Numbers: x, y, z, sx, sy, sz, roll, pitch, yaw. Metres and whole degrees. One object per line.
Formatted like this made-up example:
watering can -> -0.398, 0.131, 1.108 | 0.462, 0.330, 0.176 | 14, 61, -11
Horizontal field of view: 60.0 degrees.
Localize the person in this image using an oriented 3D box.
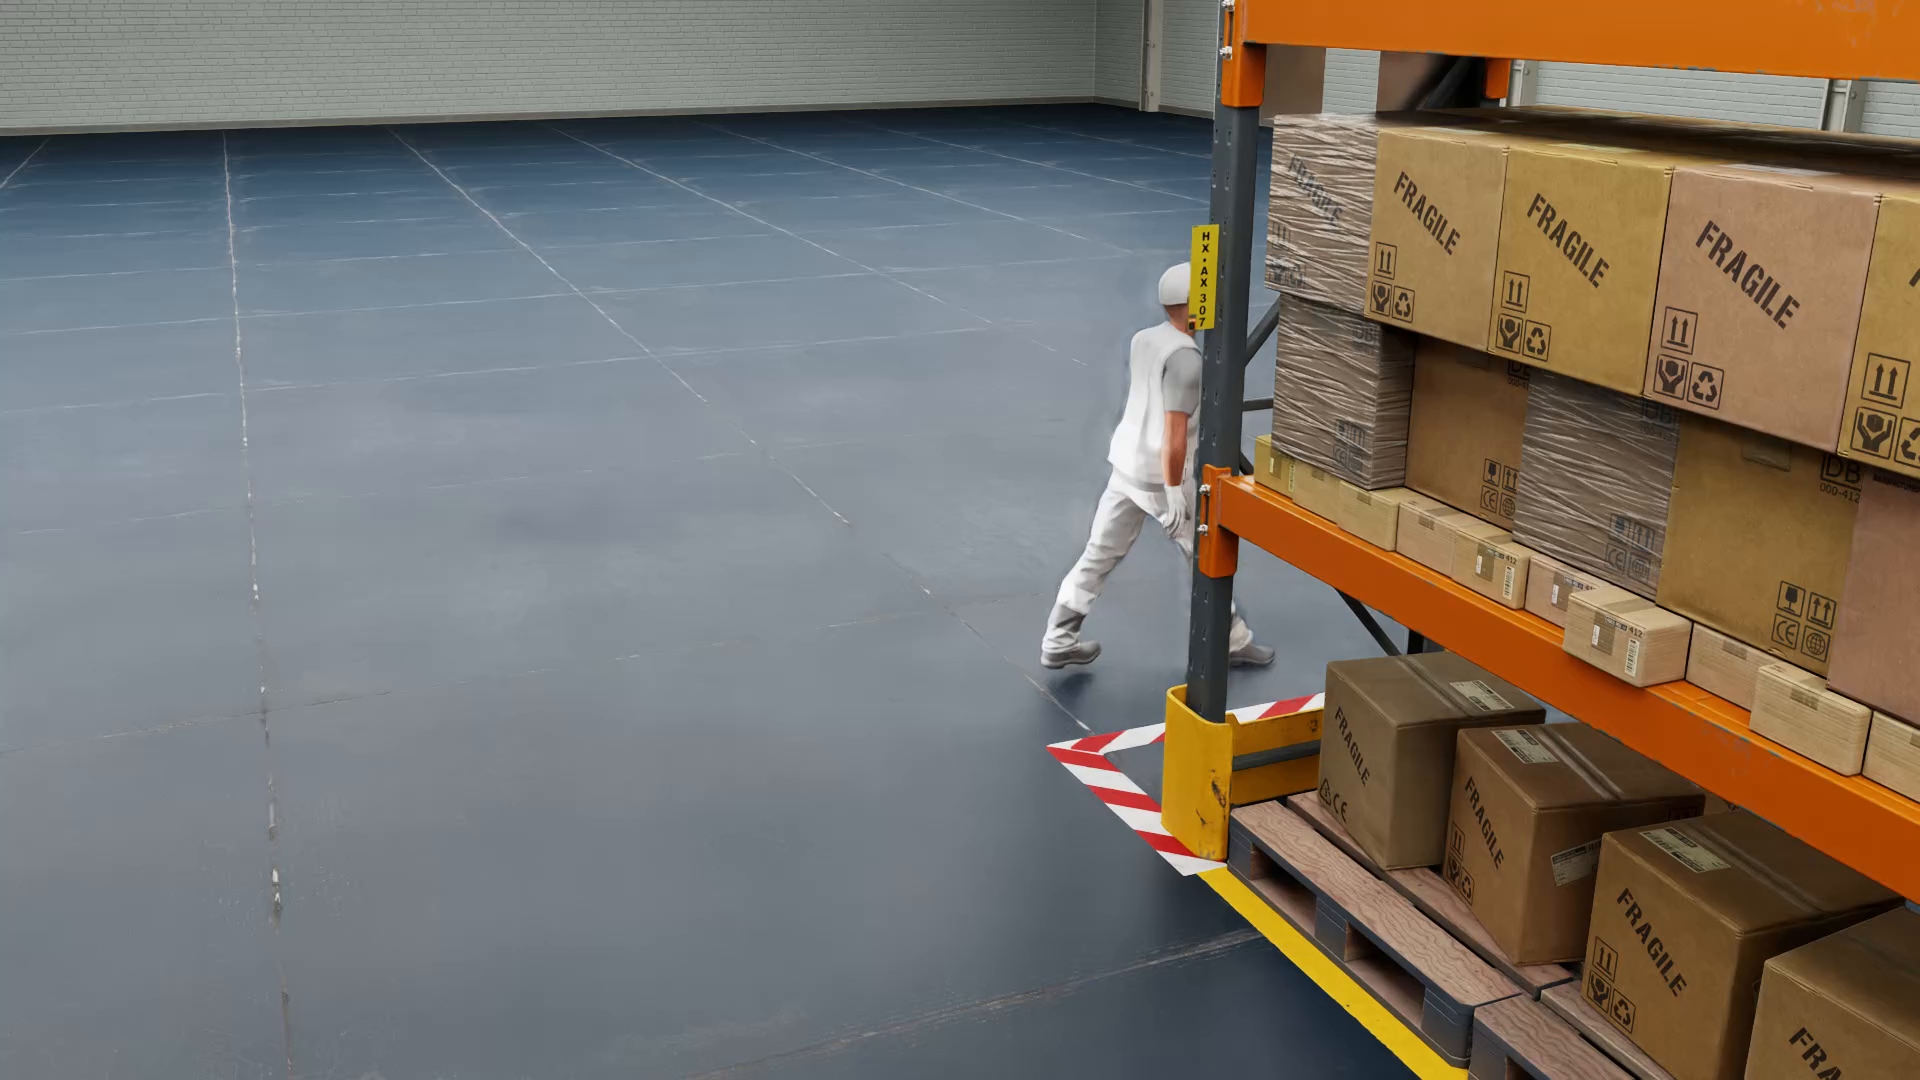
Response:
person -> 0.872, -0.271, 6.857 | 1.029, 1.738, 0.623 | -7, 20, -20
